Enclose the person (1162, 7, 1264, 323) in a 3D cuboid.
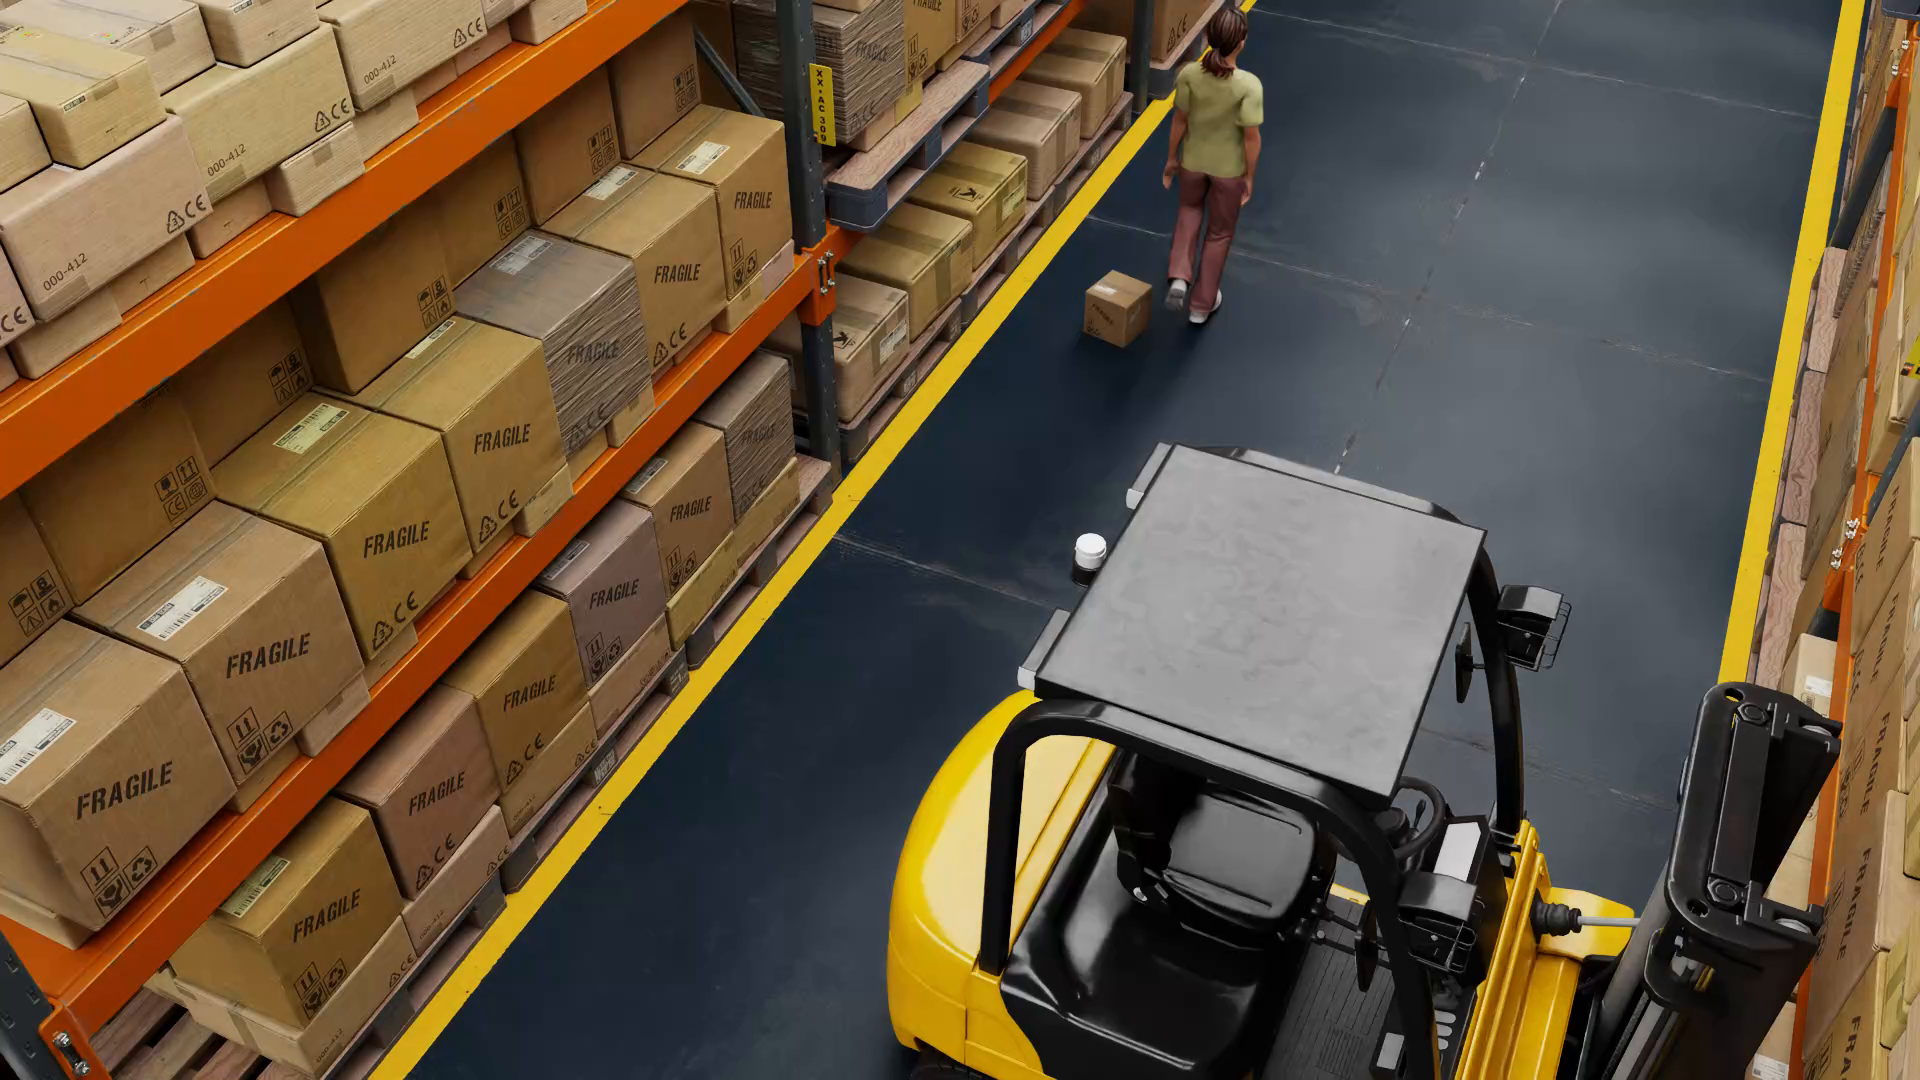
[{"bbox_3d":[1.241,-1.820,8.131,0.473,1.664,0.468,19,45,19],"label":"person"}]
